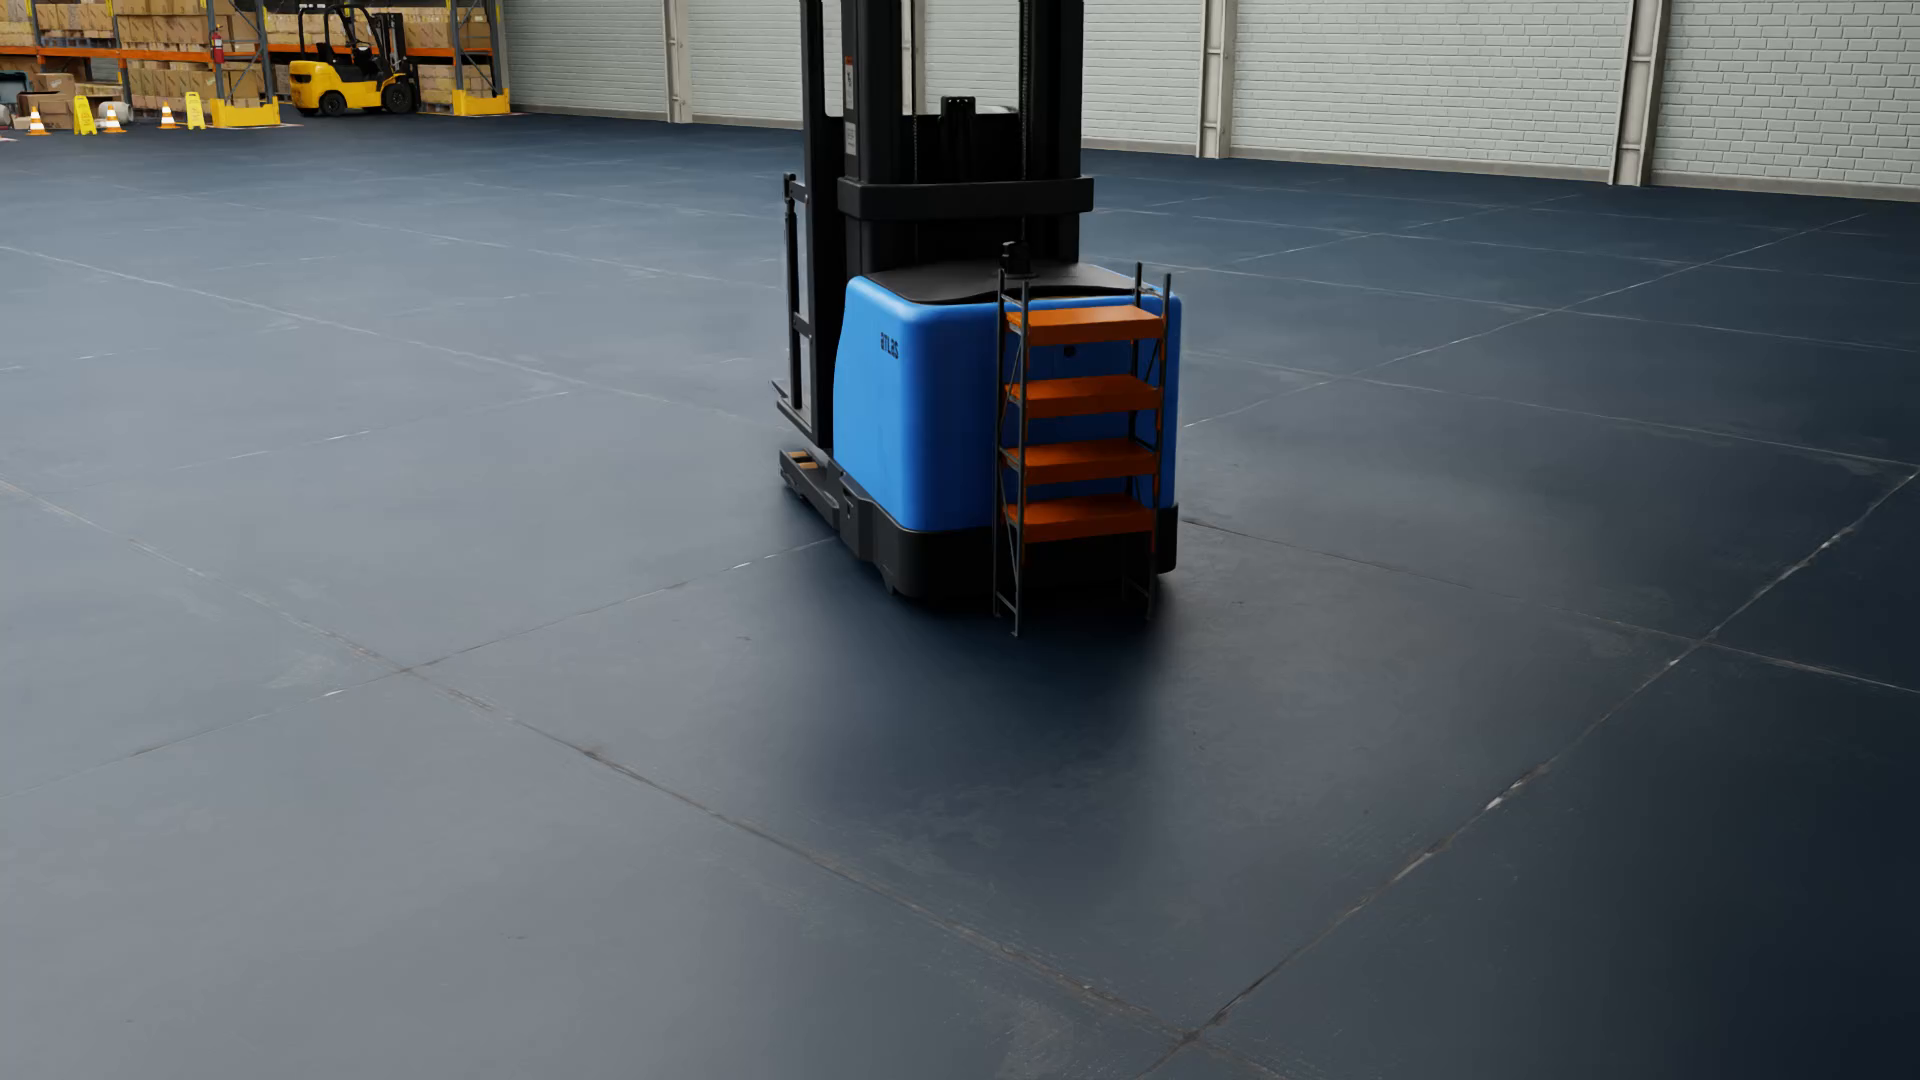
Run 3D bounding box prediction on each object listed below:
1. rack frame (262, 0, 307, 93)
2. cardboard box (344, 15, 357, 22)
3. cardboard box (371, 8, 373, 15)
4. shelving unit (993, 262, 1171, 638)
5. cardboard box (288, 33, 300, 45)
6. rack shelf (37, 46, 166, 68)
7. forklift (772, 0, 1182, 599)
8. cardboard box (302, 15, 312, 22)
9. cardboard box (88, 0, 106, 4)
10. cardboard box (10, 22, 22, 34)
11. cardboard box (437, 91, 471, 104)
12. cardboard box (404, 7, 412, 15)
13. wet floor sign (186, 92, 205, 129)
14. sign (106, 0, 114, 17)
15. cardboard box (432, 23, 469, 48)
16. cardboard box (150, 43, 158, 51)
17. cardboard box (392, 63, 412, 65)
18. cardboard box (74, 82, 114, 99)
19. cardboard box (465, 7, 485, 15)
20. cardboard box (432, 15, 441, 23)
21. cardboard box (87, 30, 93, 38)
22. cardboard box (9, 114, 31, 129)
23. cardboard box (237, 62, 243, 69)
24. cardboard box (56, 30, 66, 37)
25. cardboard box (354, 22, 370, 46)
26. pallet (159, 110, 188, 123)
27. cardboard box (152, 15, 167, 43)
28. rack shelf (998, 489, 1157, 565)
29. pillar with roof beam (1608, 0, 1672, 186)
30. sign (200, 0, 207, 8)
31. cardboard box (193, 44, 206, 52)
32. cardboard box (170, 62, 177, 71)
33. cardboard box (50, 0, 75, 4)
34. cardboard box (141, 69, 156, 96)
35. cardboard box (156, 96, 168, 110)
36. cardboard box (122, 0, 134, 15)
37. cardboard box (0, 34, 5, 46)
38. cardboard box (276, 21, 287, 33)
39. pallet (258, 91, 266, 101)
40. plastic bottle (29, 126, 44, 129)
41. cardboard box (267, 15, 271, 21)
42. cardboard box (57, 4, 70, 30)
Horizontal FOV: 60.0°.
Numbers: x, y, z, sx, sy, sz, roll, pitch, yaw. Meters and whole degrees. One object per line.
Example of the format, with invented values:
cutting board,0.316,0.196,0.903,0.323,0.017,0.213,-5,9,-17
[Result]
rack frame,-15.865,-11.843,38.969,0.127,3.000,1.000,15,23,39
cardboard box,-13.276,-11.415,36.383,0.250,0.149,0.380,16,24,41
cardboard box,-12.379,-11.326,35.611,0.250,0.149,0.380,14,23,38
shelving unit,0.396,-0.299,5.560,0.503,1.200,0.258,-6,20,-18
cardboard box,-14.932,-11.423,37.894,0.500,0.250,0.500,14,22,38
rack shelf,-17.661,-9.974,34.271,4.000,0.370,1.077,15,23,39
forklift,-0.157,-1.601,6.810,1.130,2.935,3.031,-6,18,-17
cardboard box,-14.501,-11.700,37.283,0.250,0.149,0.380,14,23,38
cardboard box,-17.184,-10.792,33.233,0.250,0.149,0.380,14,22,38
cardboard box,-20.073,-11.028,35.822,0.500,0.250,0.500,14,23,38
cardboard box,-10.442,-9.149,34.332,0.500,0.250,0.500,15,23,40
cardboard box,-11.310,-10.993,34.562,0.250,0.149,0.380,16,23,40
wet floor sign,-13.741,-7.710,29.840,0.267,0.644,0.232,-9,20,-27
sign,-16.531,-10.341,32.324,0.005,0.325,0.100,15,23,39
cardboard box,-10.423,-10.323,34.017,0.500,0.500,0.500,14,23,38
cardboard box,-15.192,-9.401,31.691,0.250,0.149,0.380,15,23,40
cardboard box,-11.964,-10.035,35.472,0.500,0.250,0.500,16,24,41
cardboard box,-18.183,-9.405,34.936,0.625,0.372,0.950,14,23,38
cardboard box,-9.990,-10.851,34.114,0.250,0.149,0.380,14,23,38
cardboard box,-10.537,-10.644,33.954,0.250,0.149,0.380,16,23,40
cardboard box,-17.328,-10.188,33.476,0.250,0.149,0.380,15,23,40
cardboard box,-16.867,-7.544,29.944,0.396,0.266,0.258,-13,22,-36
cardboard box,-17.149,-11.426,40.023,0.250,0.149,0.380,15,23,38
cardboard box,-18.482,-10.502,34.467,0.250,0.149,0.380,15,23,40
cardboard box,-12.714,-10.939,35.956,0.500,0.500,0.500,14,22,38
pallet,-14.722,-8.215,32.148,1.213,0.211,1.003,15,23,39
cardboard box,-14.872,-9.658,31.427,0.500,0.500,0.500,15,23,40
rack shelf,0.394,-0.048,5.647,0.480,0.148,0.258,-6,20,-18
pillar with roof beam,5.289,-7.647,15.830,0.400,9.000,9.100,15,23,39
sign,-13.556,-9.694,29.761,0.005,0.325,0.100,15,23,39
cardboard box,-13.858,-9.045,30.570,0.250,0.149,0.380,15,23,39
cardboard box,-14.646,-8.934,31.342,0.250,0.149,0.380,16,24,42
cardboard box,-19.363,-11.398,35.748,0.500,0.500,0.500,14,22,37
cardboard box,-15.494,-8.878,32.240,0.500,0.500,0.500,16,24,41
cardboard box,-15.097,-8.415,32.021,0.500,0.250,0.500,15,23,39
cardboard box,-15.612,-10.337,31.914,0.500,0.500,0.700,15,23,40
cardboard box,-20.866,-10.990,36.530,0.500,0.250,0.500,15,23,38
cardboard box,-15.321,-11.764,38.144,0.500,0.250,0.500,16,24,41
pallet,-16.398,-10.672,39.890,1.213,0.211,1.003,15,23,39
plastic bottle,-16.519,-7.361,29.706,0.283,0.061,0.133,7,19,21
cardboard box,-15.822,-12.069,38.444,0.250,0.149,0.380,16,24,41
cardboard box,-18.178,-10.758,34.199,0.500,0.500,0.500,16,23,40
